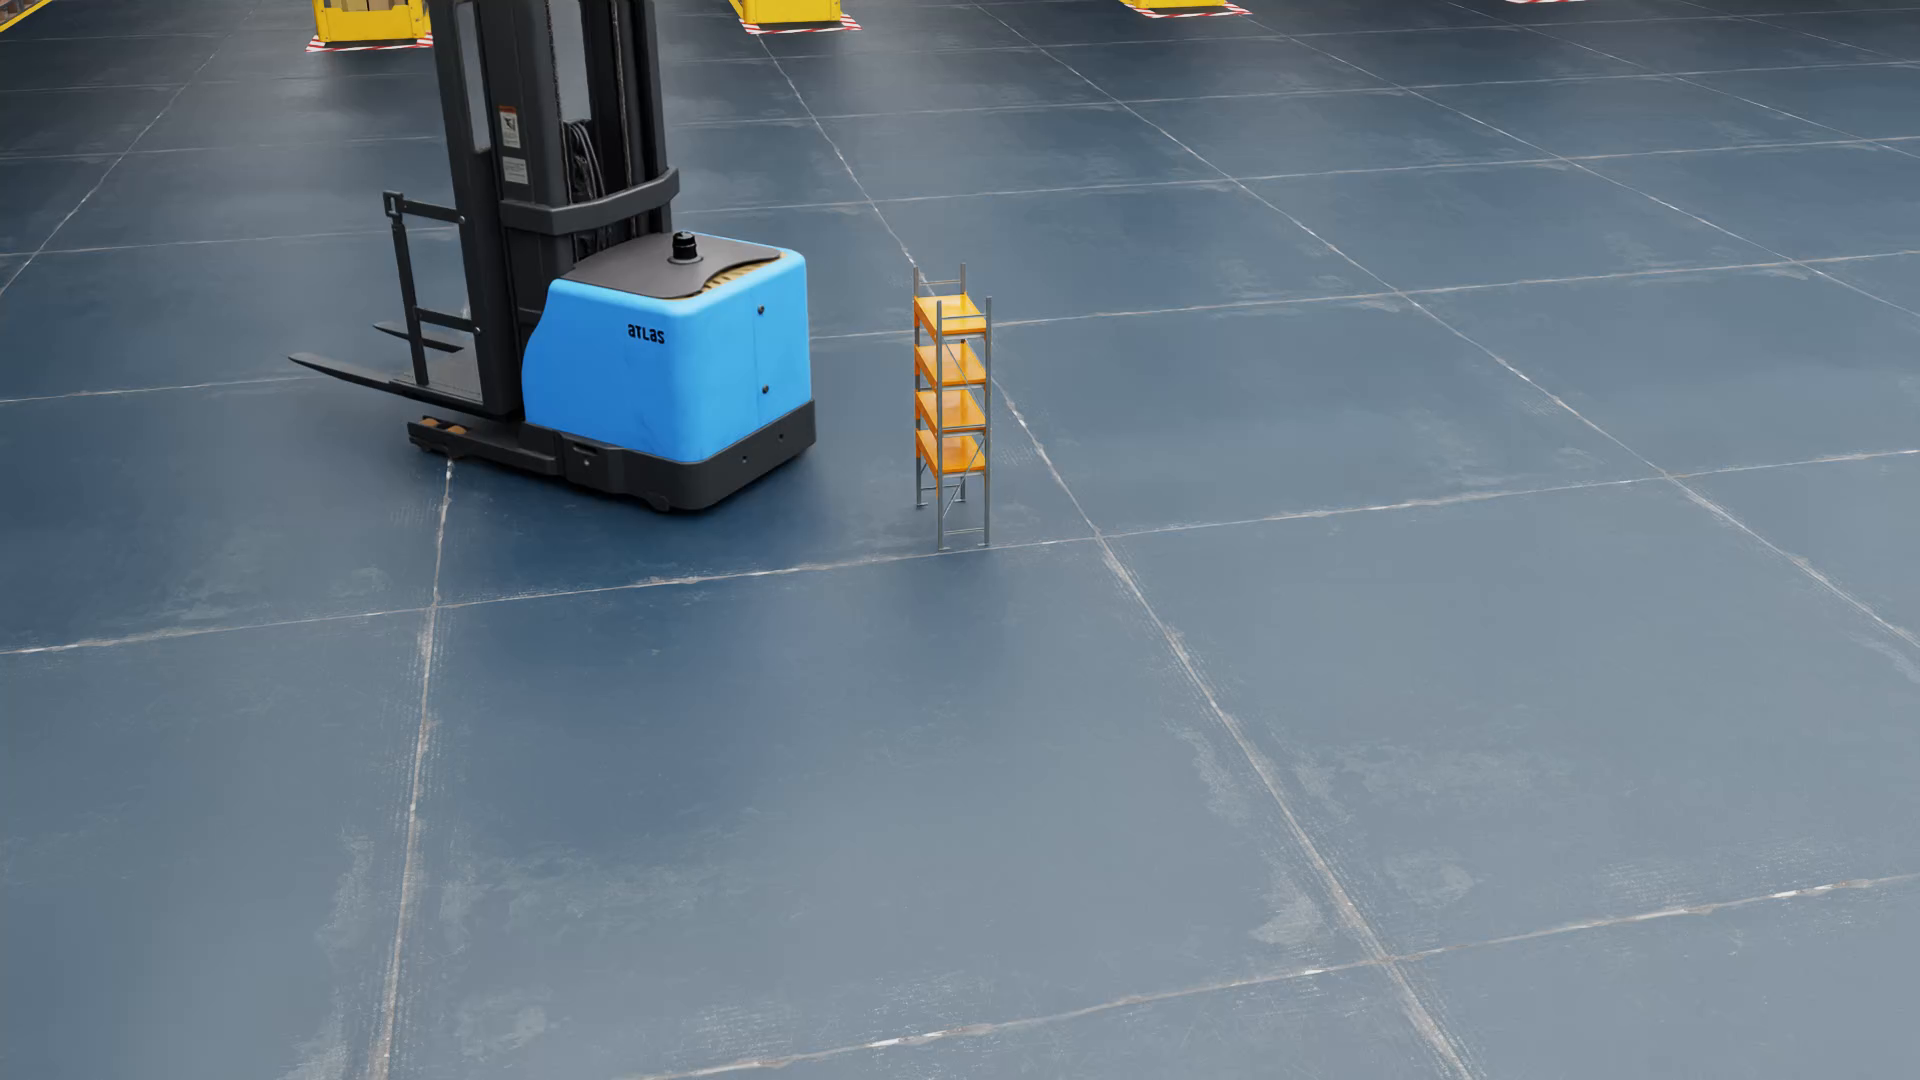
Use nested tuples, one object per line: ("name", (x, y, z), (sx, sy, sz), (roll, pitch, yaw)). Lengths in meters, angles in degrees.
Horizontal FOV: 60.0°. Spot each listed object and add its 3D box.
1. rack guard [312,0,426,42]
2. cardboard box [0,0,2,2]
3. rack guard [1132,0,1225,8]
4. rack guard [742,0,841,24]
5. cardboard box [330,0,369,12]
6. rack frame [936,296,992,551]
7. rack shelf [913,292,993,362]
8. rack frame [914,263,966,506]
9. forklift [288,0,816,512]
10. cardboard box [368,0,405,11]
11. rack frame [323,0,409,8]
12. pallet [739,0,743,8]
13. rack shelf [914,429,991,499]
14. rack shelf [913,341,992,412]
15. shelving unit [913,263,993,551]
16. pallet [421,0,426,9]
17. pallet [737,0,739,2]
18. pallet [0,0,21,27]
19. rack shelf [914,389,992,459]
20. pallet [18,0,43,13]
("rack guard", (-6.818, -6.062, 19.206), (1.175, 0.500, 0.348), (-6, 27, -12))
("cardboard box", (-11.962, -6.655, 19.892), (0.700, 0.500, 0.500), (-8, 28, -15))
("rack guard", (2.812, -7.111, 21.283), (1.175, 0.500, 0.348), (-6, 27, -12))
("rack guard", (-2.060, -6.603, 20.277), (1.175, 0.500, 0.348), (-6, 27, -12))
("cardboard box", (-7.232, -6.354, 19.596), (0.500, 0.250, 0.500), (-6, 27, -12))
("rack frame", (0.018, -0.501, 7.411), (0.240, 1.200, 0.015), (-6, 27, -12))
("rack shelf", (-0.037, -0.959, 7.447), (0.258, 0.148, 0.480), (-6, 27, -12))
("rack frame", (-0.092, -0.715, 7.836), (0.240, 1.200, 0.015), (-6, 27, -12))
("forklift", (-2.277, -1.917, 8.295), (3.031, 2.935, 1.130), (15, 30, 27))
("cardboard box", (-6.728, -6.407, 19.700), (0.500, 0.250, 0.500), (-6, 27, -12))
("rack frame", (-6.824, -7.189, 18.664), (1.000, 3.000, 0.127), (-6, 27, -12))
("pallet", (-2.238, -6.831, 21.050), (1.003, 0.211, 1.213), (-6, 27, -12))
("rack shelf", (-0.037, -0.371, 7.743), (0.258, 0.148, 0.480), (-6, 27, -12))
("rack shelf", (-0.037, -0.748, 7.553), (0.258, 0.148, 0.480), (-6, 27, -12))
("shelving unit", (-0.037, -0.608, 7.624), (0.258, 1.200, 0.503), (-6, 27, -12))
("pallet", (-7.308, -6.810, 21.008), (1.003, 0.211, 1.213), (-6, 27, -12))
("pallet", (-2.509, -7.366, 22.109), (1.003, 0.211, 1.213), (-6, 27, -12))
("pallet", (-12.086, -6.367, 20.131), (1.003, 0.211, 1.213), (-6, 27, -12))
("rack shelf", (-0.037, -0.548, 7.654), (0.258, 0.148, 0.480), (-6, 27, -12))
("pallet", (-12.365, -6.904, 21.194), (1.003, 0.211, 1.213), (-6, 27, -12))
